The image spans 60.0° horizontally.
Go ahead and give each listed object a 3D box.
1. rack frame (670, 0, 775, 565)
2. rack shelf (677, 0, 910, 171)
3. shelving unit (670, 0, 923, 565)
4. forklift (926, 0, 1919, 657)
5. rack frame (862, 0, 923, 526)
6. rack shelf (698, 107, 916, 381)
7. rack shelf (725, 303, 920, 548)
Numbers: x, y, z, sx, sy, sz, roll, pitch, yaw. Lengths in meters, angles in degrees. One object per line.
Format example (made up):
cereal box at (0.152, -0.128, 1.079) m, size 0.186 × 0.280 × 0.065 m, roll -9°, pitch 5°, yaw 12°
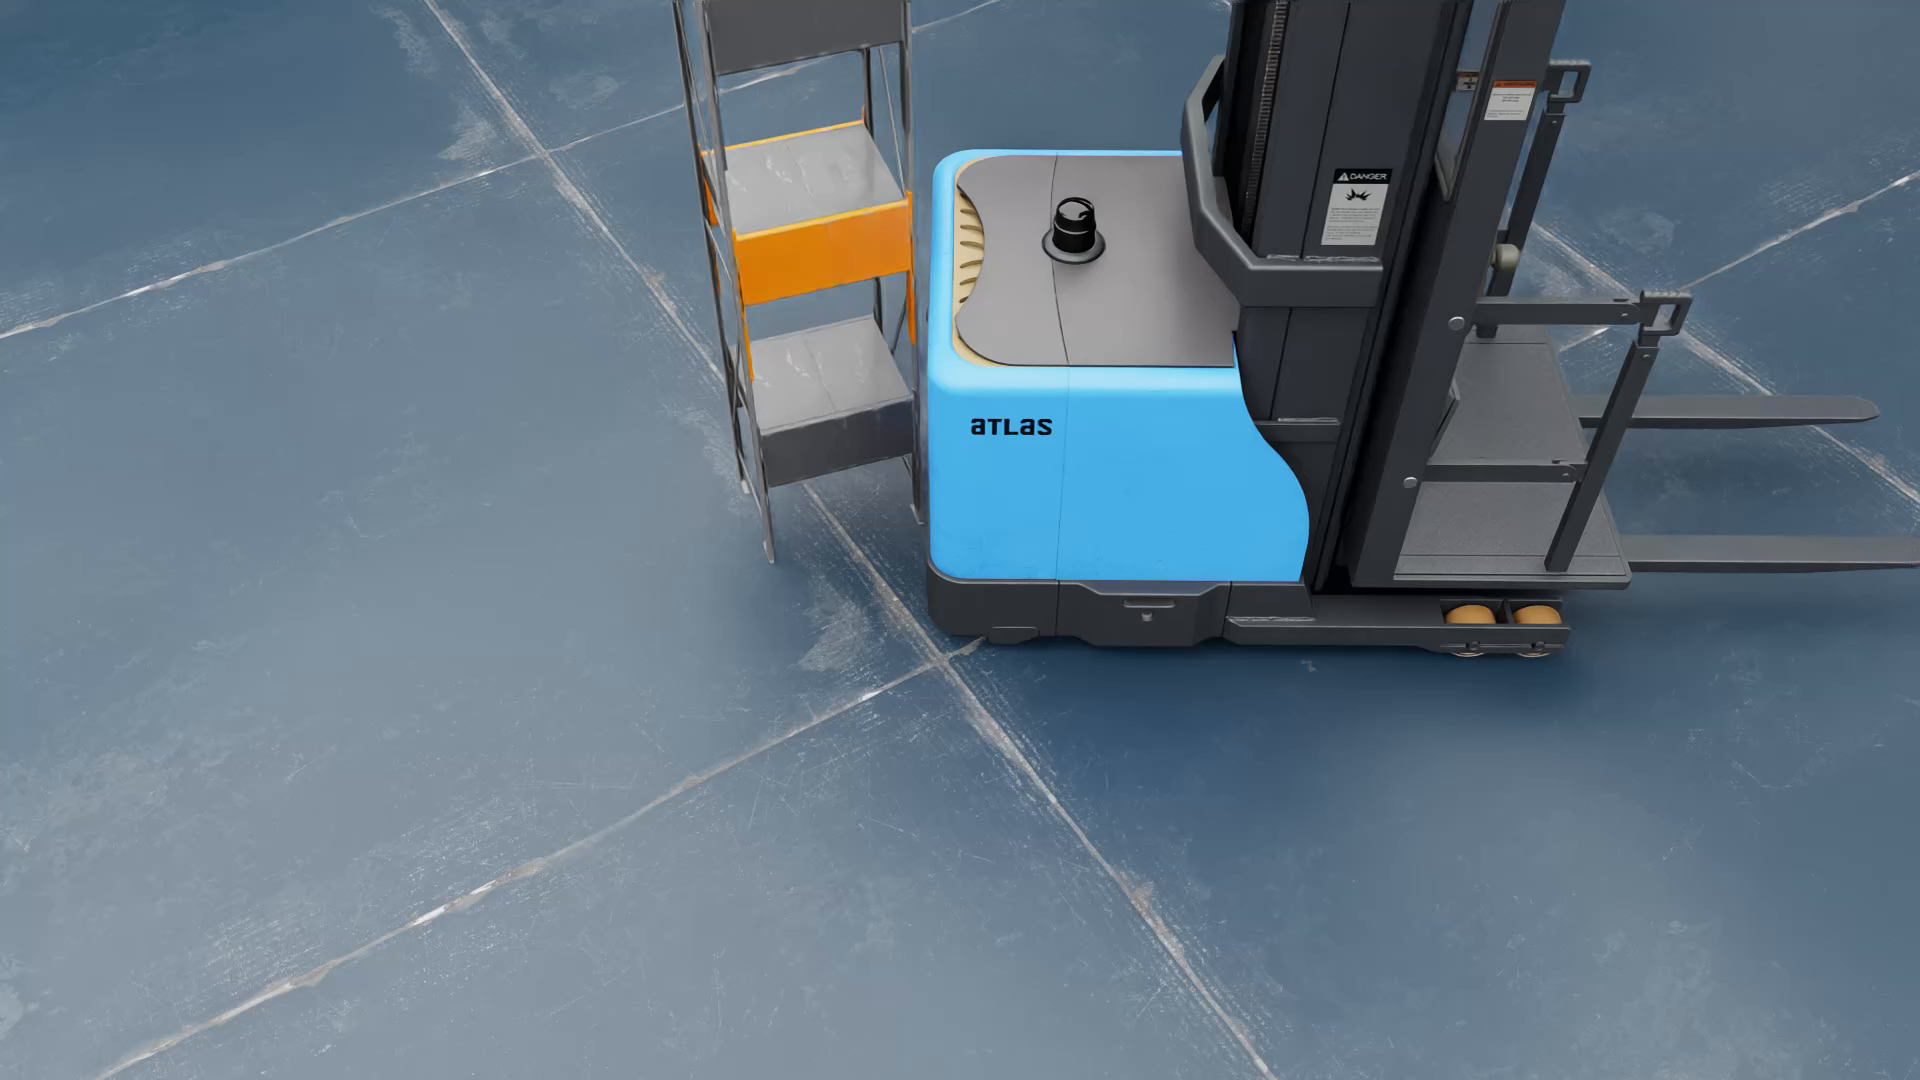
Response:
rack frame at (-0.650, -0.764, 4.524) m, size 0.015 × 2.100 × 0.400 m, roll -15°, pitch 50°, yaw -13°
rack shelf at (-0.420, -1.281, 4.066) m, size 0.480 × 0.518 × 0.431 m, roll -15°, pitch 50°, yaw -13°
shelving unit at (-0.420, -0.825, 4.578) m, size 0.503 × 2.100 × 0.431 m, roll -15°, pitch 50°, yaw -13°
forklift at (1.422, -1.029, 4.203) m, size 3.031 × 2.935 × 1.130 m, roll 0°, pitch 48°, yaw 0°
rack frame at (-0.190, -0.885, 4.632) m, size 0.015 × 2.100 × 0.400 m, roll -15°, pitch 50°, yaw -13°
rack shelf at (-0.420, -0.815, 4.588) m, size 0.480 × 0.518 × 0.431 m, roll -15°, pitch 50°, yaw -13°
rack shelf at (-0.420, -0.350, 5.111) m, size 0.480 × 0.518 × 0.431 m, roll -15°, pitch 50°, yaw -13°
